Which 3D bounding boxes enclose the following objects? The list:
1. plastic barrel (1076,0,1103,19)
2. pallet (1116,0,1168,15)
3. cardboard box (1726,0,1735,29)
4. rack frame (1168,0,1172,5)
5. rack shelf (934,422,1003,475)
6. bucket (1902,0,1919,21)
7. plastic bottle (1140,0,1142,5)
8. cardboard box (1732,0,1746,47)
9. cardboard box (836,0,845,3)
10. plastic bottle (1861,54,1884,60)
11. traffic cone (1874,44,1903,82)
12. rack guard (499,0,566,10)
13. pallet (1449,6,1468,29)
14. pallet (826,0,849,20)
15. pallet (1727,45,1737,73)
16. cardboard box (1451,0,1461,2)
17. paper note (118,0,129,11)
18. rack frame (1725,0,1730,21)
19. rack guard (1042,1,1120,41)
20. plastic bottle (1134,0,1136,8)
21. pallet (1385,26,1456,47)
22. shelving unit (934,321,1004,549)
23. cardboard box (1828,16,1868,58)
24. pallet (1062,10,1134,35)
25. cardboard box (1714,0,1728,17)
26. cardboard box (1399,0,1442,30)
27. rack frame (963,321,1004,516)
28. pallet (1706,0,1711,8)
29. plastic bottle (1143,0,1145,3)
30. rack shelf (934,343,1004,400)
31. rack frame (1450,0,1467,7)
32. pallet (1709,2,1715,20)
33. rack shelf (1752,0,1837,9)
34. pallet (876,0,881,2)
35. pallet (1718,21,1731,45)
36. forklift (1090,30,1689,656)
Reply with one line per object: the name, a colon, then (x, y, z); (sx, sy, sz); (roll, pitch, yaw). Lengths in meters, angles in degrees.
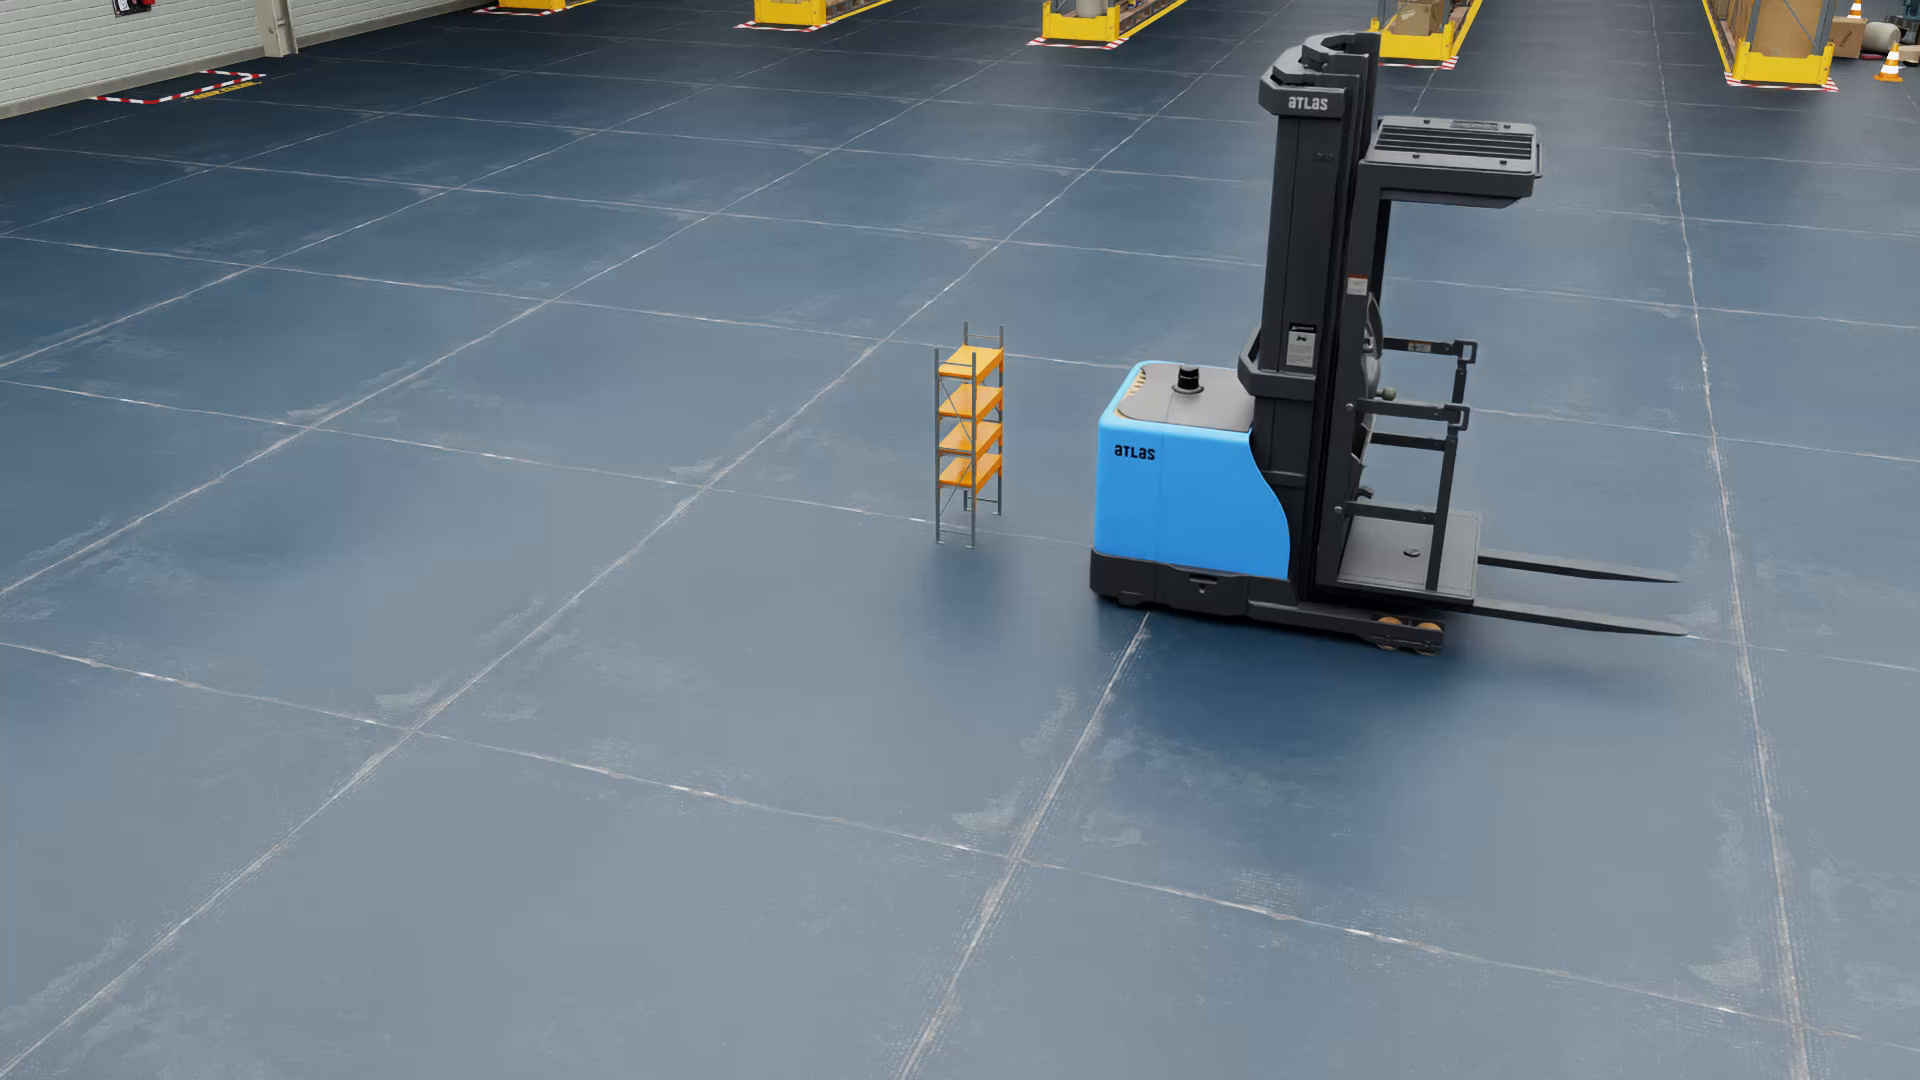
plastic barrel: (2.042, -8.487, 26.210); (0.421, 0.512, 0.421); (0, 26, 0)
pallet: (2.963, -9.255, 28.623); (1.003, 0.211, 1.213); (9, 27, 17)
cardboard box: (12.265, -8.286, 25.377); (0.875, 0.875, 0.875); (9, 27, 18)
rack frame: (3.226, -10.780, 28.573); (1.000, 3.000, 0.127); (9, 27, 17)
rack shelf: (0.055, -0.548, 9.658); (0.258, 0.148, 0.480); (9, 27, 17)
bucket: (14.669, -8.122, 25.094); (0.726, 0.611, 0.620); (20, 22, 35)
plastic bottle: (2.973, -8.998, 27.597); (0.097, 0.201, 0.097); (0, 26, 0)
cardboard box: (11.664, -7.540, 23.837); (0.875, 0.875, 0.875); (8, 27, 17)
cardboard box: (-2.223, -9.202, 27.986); (0.500, 0.250, 0.500); (9, 27, 17)
plastic bottle: (13.283, -7.032, 24.204); (0.283, 0.061, 0.133); (0, 26, -1)
traffic cone: (12.725, -6.528, 22.701); (0.336, 0.463, 0.334); (9, 27, 17)
rack guard: (-7.422, -9.479, 28.754); (1.175, 0.500, 0.348); (9, 27, 17)
pallet: (7.707, -8.526, 27.117); (1.003, 0.211, 1.213); (9, 27, 17)
pallet: (-2.560, -8.922, 27.934); (1.003, 0.211, 1.213); (9, 27, 17)
pallet: (11.402, -6.742, 23.433); (1.003, 0.211, 1.213); (9, 27, 17)
cardboard box: (8.122, -9.384, 28.053); (0.700, 0.500, 0.500); (7, 27, 13)
paper note: (-11.009, -7.051, 21.882); (0.016, 0.148, 0.142); (9, 27, 17)
rack frame: (12.541, -9.301, 25.518); (1.000, 3.000, 0.127); (9, 27, 17)
rack guard: (1.876, -8.049, 25.801); (1.175, 0.500, 0.348); (9, 27, 17)
plastic bottle: (2.827, -8.817, 27.225); (0.097, 0.201, 0.097); (0, 26, 0)
pallet: (6.895, -7.523, 25.046); (1.003, 0.211, 1.213); (9, 27, 17)
shelving unit: (0.055, -0.608, 9.629); (0.258, 1.200, 0.503); (9, 27, 17)
cardboard box: (12.992, -7.390, 24.437); (0.500, 0.500, 0.500); (14, 29, 26)
pallet: (2.151, -8.252, 26.552); (1.003, 0.211, 1.213); (9, 27, 17)
cardboard box: (12.662, -8.746, 26.471); (1.050, 0.750, 0.750); (9, 27, 17)
cardboard box: (6.956, -7.987, 25.190); (0.500, 0.500, 0.500); (17, 30, 31)
rack frame: (0.136, -0.708, 9.836); (0.240, 1.200, 0.015); (9, 27, 17)
pallet: (13.538, -9.377, 28.874); (1.003, 0.211, 1.213); (9, 27, 17)
plastic bottle: (3.041, -9.082, 27.772); (0.097, 0.201, 0.097); (0, 26, 0)
rack shelf: (0.055, -0.962, 9.458); (0.258, 0.148, 0.480); (9, 27, 17)
rack frame: (7.897, -10.062, 27.090); (1.000, 3.000, 0.127); (9, 27, 17)
pallet: (13.131, -8.877, 27.842); (1.003, 0.211, 1.213); (9, 27, 17)
rack shelf: (11.875, -8.155, 23.977); (1.077, 0.370, 4.000); (9, 27, 17)
pallet: (-1.748, -9.924, 30.005); (1.003, 0.211, 1.213); (9, 27, 17)
pallet: (12.214, -7.745, 25.504); (1.003, 0.211, 1.213); (9, 27, 17)
forklift: (2.281, -0.987, 8.424); (3.031, 2.935, 1.130); (8, 27, 16)
